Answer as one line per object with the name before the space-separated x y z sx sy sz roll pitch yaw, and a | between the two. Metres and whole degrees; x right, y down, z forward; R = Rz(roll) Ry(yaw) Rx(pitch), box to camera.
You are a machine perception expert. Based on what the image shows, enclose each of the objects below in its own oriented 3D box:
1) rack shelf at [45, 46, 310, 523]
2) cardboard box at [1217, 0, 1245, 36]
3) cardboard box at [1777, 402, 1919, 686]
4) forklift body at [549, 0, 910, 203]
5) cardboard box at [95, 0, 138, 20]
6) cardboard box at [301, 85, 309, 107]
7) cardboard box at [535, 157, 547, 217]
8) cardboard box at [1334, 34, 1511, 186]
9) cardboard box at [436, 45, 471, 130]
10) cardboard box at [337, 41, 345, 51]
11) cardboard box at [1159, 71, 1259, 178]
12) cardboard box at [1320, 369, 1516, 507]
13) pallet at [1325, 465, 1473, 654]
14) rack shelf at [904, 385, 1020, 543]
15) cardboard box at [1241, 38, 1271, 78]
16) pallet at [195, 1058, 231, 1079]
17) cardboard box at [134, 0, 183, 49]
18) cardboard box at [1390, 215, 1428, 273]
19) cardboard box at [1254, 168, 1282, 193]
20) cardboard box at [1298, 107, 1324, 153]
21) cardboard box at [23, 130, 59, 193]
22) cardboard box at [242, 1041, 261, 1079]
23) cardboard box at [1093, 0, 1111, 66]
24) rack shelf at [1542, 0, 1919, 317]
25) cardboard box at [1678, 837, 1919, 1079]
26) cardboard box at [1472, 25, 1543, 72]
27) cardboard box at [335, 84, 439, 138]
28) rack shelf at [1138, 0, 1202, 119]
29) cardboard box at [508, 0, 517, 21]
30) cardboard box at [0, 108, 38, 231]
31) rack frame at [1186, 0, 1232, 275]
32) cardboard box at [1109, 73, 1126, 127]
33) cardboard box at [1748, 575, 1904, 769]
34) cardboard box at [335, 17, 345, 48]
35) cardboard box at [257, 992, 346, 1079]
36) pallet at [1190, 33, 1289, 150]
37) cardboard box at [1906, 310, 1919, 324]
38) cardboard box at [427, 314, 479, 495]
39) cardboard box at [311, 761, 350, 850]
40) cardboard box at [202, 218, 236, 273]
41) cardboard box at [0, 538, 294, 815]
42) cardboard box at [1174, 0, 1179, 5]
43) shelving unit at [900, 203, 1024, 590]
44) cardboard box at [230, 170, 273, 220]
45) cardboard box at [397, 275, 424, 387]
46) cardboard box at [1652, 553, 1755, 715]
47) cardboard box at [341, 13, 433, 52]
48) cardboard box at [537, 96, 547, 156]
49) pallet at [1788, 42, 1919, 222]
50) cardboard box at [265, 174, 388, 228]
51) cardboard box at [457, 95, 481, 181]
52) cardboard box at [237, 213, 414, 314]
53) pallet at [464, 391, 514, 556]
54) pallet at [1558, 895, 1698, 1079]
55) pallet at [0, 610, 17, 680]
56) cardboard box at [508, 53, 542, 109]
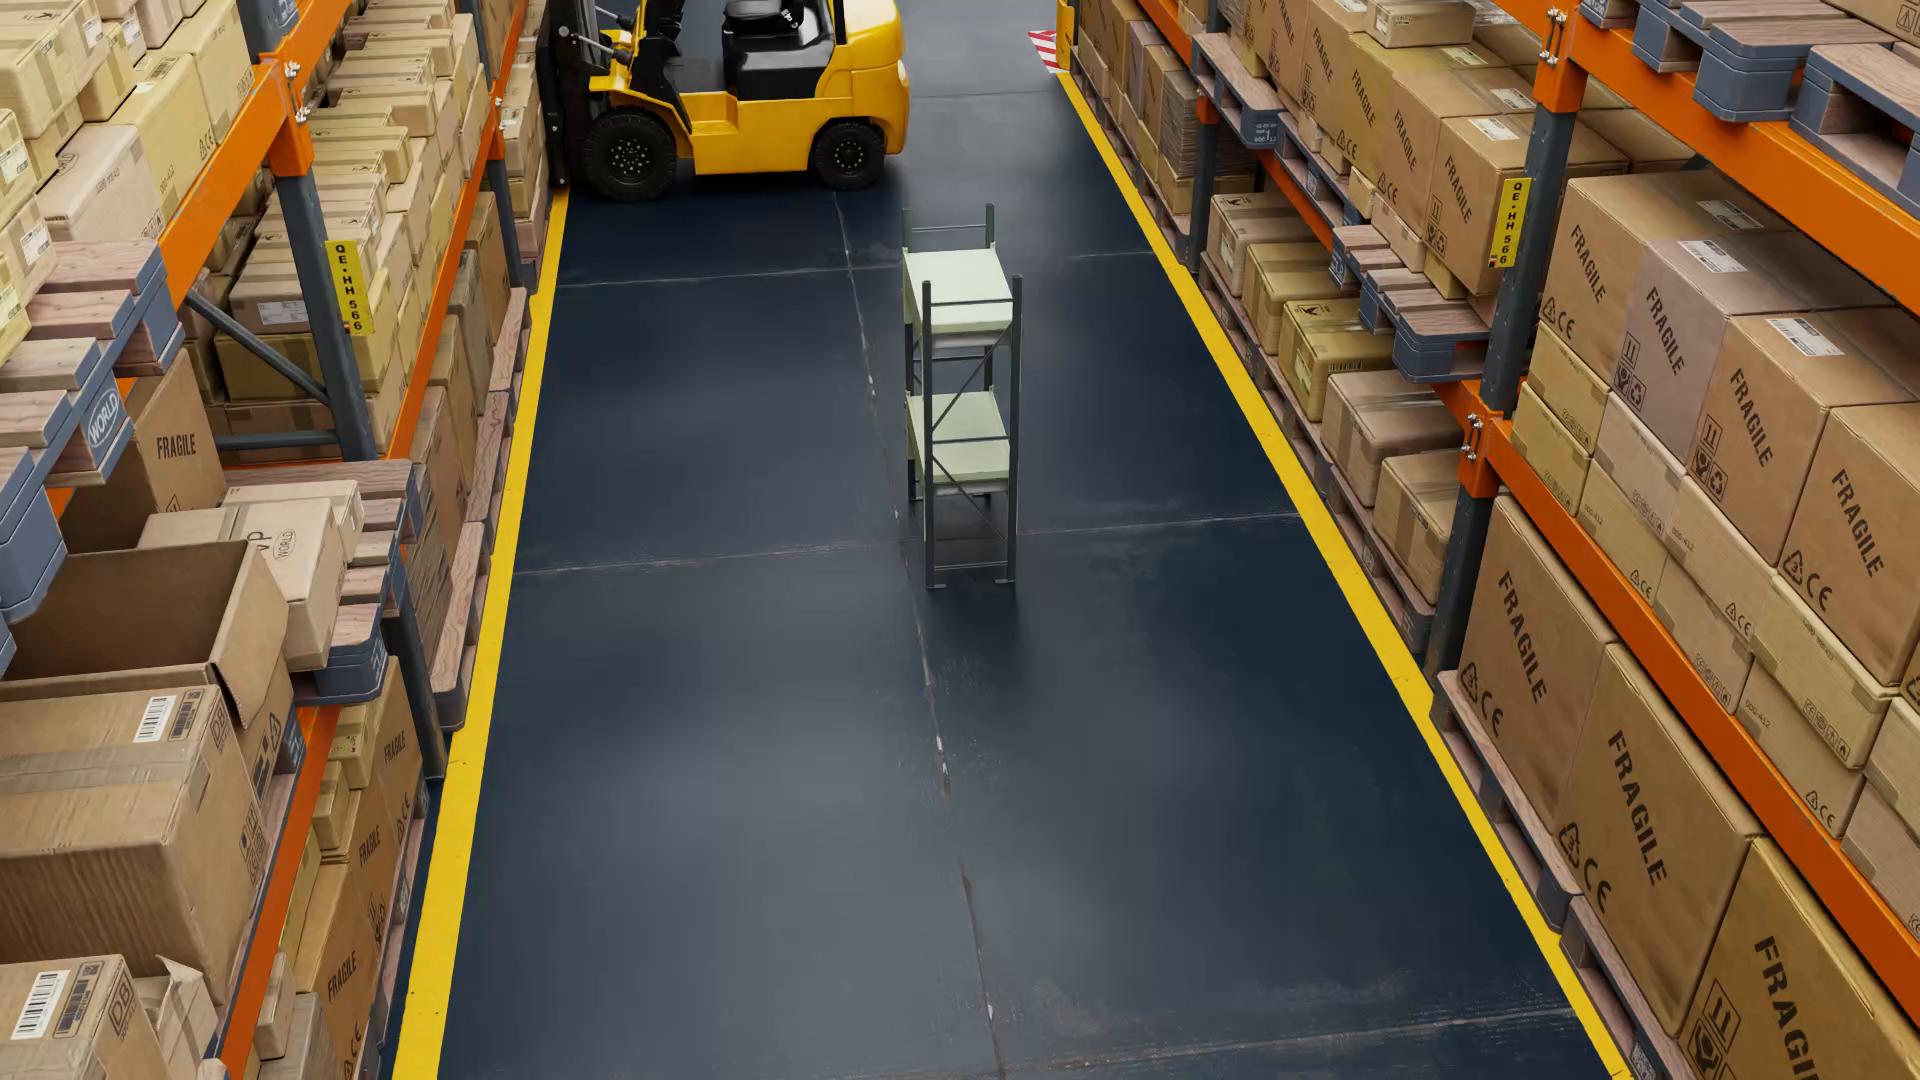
rack shelf | -2.217 -0.139 3.265 1.077 0.370 4.000 -4 35 -6
cardboard box | 1.673 -2.977 8.729 0.500 0.500 0.500 -4 34 -5
cardboard box | 2.451 -0.004 4.115 0.500 0.500 0.500 -4 34 -6
forklift body | -1.499 -3.506 10.985 2.313 2.155 1.214 -4 35 -6
cardboard box | -2.130 -1.309 3.859 0.380 0.149 0.250 -5 35 -8
cardboard box | -3.070 -1.926 7.248 0.380 0.149 0.250 -5 35 -7
cardboard box | -2.844 -2.159 10.324 0.500 0.250 0.500 -5 35 -7
cardboard box | 1.946 -1.830 7.046 0.500 0.500 0.500 -7 35 -10
cardboard box | -2.628 -2.148 7.928 0.500 0.250 0.500 -5 35 -8
cardboard box | -3.209 -2.387 8.278 0.500 0.250 0.500 -5 35 -7
cardboard box | 1.549 -2.580 10.275 0.500 0.500 0.500 -5 35 -7
cardboard box | 2.259 -0.506 7.789 0.950 0.372 0.625 -5 35 -7
pallet | 2.329 0.025 7.525 1.003 0.211 1.213 -4 35 -6
rack shelf | -0.001 -0.354 7.517 0.431 0.370 0.720 -4 35 -6
cardboard box | 1.681 -2.520 8.635 0.380 0.149 0.250 -4 34 -5
pallet | -1.947 1.545 2.990 1.003 0.211 1.213 -4 35 -6
cardboard box | -2.184 -1.329 4.152 0.380 0.149 0.250 -5 35 -7
cardboard box | 1.969 -1.207 6.707 0.380 0.149 0.250 -5 35 -7
cardboard box | 2.083 -2.310 10.544 0.500 0.250 0.500 -6 35 -9
cardboard box | 1.803 -1.931 7.770 0.380 0.149 0.250 -3 34 -5
cardboard box | -2.052 -0.755 3.310 0.380 0.149 0.250 -3 34 -5
cardboard box | -2.035 1.418 4.276 0.380 0.149 0.250 -4 35 -6
cardboard box | 1.269 -3.726 11.957 0.500 0.500 0.500 -6 35 -8
rack shelf | 2.701 -0.517 3.820 1.077 0.370 4.000 -4 35 -6
cardboard box | 2.679 1.402 4.542 0.875 0.875 0.875 -3 34 -5
cardboard box | 2.446 -1.883 7.124 0.500 0.500 0.500 -4 34 -6
cardboard box | -2.444 -1.827 7.103 0.380 0.149 0.250 -5 35 -8
rack shelf | 1.626 -3.742 11.216 1.077 0.370 4.000 -4 35 -6
cardboard box | -2.980 -3.425 10.024 0.500 0.500 0.500 -5 35 -7
cardboard box | -1.819 -0.609 2.813 0.380 0.149 0.250 -4 34 -6
rack frame | 1.895 -2.923 9.375 1.000 3.000 0.127 -4 35 -6
cardboard box | 1.338 -3.132 11.751 0.500 0.250 0.500 -2 34 -3
cardboard box | 2.434 0.318 4.309 0.500 0.250 0.500 -4 34 -6
cardboard box | -3.205 -2.488 8.073 0.380 0.149 0.250 -5 35 -8
cardboard box | -1.997 1.627 4.546 0.500 0.500 0.500 -6 35 -8
pallet | 1.853 -2.406 8.787 1.003 0.211 1.213 -4 35 -6
cardboard box | 2.899 -0.313 4.569 0.500 0.500 0.500 -4 35 -6
cardboard box | -2.742 -0.594 7.693 0.875 0.625 0.625 -6 35 -8
cardboard box | -2.109 0.835 5.131 0.380 0.149 0.250 -5 35 -8
cardboard box | -2.850 -1.075 5.999 0.380 0.149 0.250 -4 35 -6
cardboard box | -2.083 0.368 4.082 0.797 0.503 0.637 -5 35 -7
cardboard box | 1.531 -3.405 10.306 0.380 0.149 0.250 -5 35 -7
shelving unit | -0.001 -0.623 7.333 0.431 1.500 0.755 -4 35 -6
cardboard box | -2.957 -1.252 6.613 0.500 0.250 0.500 -5 35 -7
cardboard box | -2.366 -0.798 6.390 0.500 0.250 0.500 -5 35 -7
cardboard box | 2.400 0.242 4.865 0.500 0.250 0.500 -3 34 -5
cardboard box | -2.724 -2.397 7.939 0.380 0.149 0.250 -4 35 -6
cardboard box | -2.909 -2.644 10.591 0.500 0.250 0.500 -5 35 -7
pallet | 2.725 -0.873 3.872 1.003 0.211 1.213 -3 34 -4
cardboard box | -2.381 -1.257 6.267 0.380 0.149 0.250 -4 34 -6
cardboard box | -2.623 -1.941 8.068 0.500 0.250 0.500 -5 35 -7
cardboard box | -2.369 -1.003 6.247 0.500 0.250 0.500 -3 34 -5
pallet | -2.718 -0.302 8.006 1.003 0.211 1.213 -4 35 -6
pallet | 2.625 1.587 5.234 1.003 0.211 1.213 -4 35 -6
pallet | -1.966 0.388 2.020 1.213 0.211 1.003 -4 35 -6
cardboard box | -2.915 -2.852 10.452 0.500 0.250 0.500 -3 34 -5
